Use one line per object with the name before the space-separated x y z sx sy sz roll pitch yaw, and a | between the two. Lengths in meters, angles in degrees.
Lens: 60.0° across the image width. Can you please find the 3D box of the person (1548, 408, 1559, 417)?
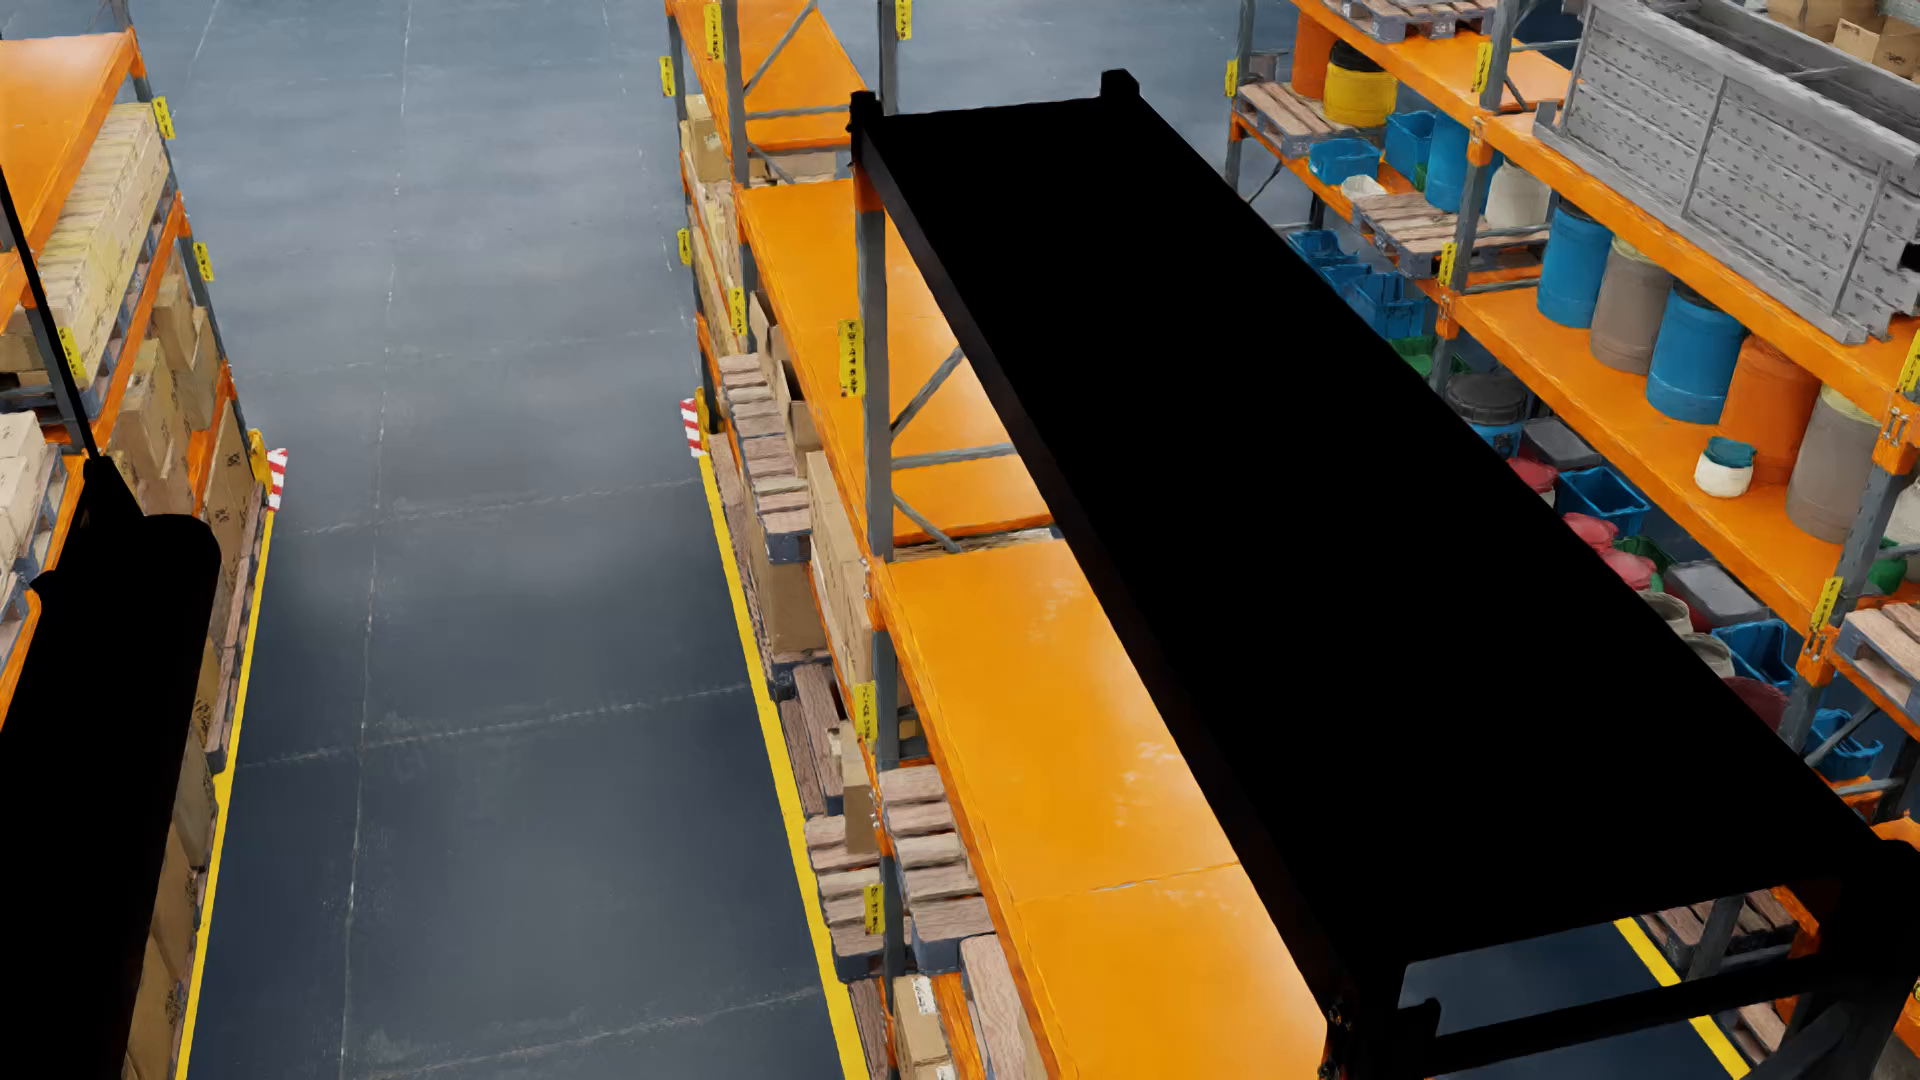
person | 5.326 -1.237 14.533 0.417 1.517 1.037 -7 35 -10
